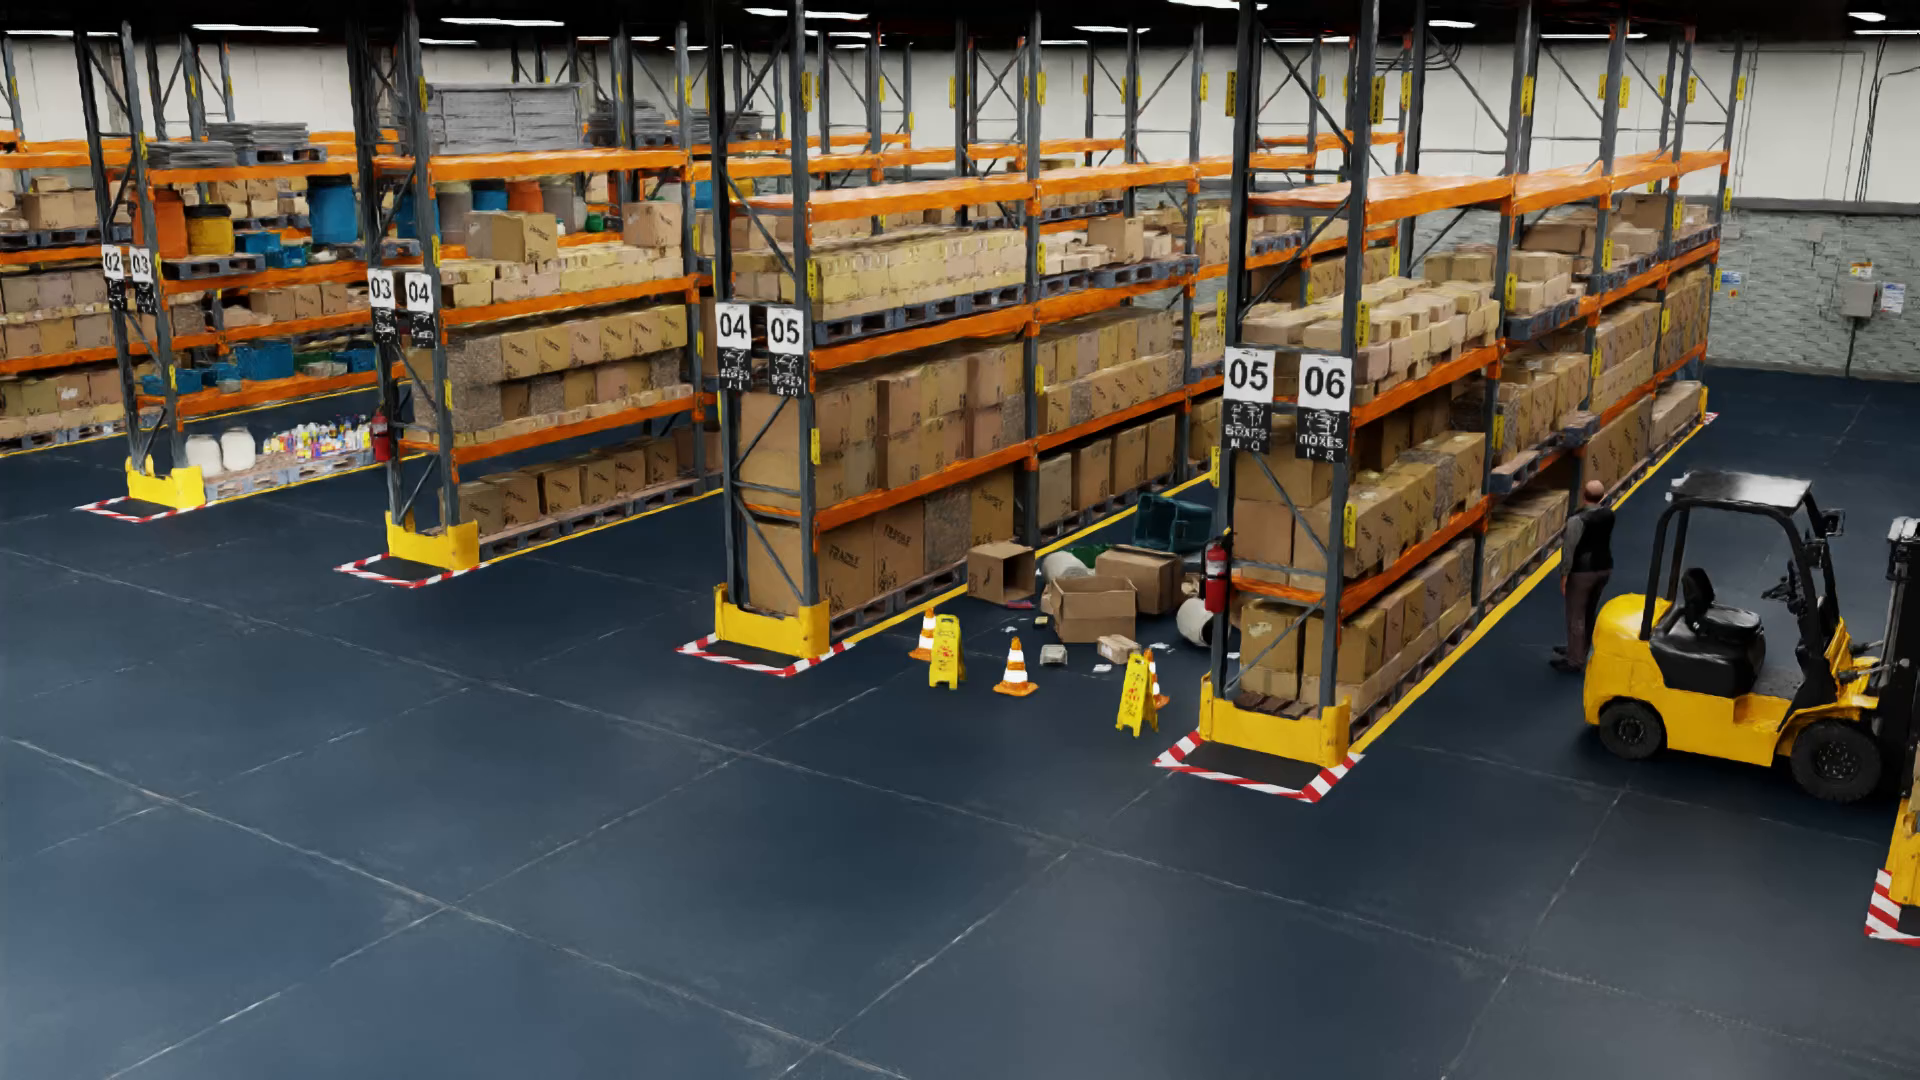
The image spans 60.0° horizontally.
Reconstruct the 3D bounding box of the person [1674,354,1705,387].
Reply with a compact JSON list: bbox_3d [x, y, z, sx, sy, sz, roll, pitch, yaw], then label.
[{"bbox_3d":[12.094,-3.213,27.532,0.619,1.762,0.592,0,16,-2],"label":"person"}]

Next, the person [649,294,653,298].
[{"bbox_3d":[-7.528,-6.420,39.281,0.639,1.632,0.498,9,18,30],"label":"person"}]

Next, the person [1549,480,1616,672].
[{"bbox_3d":[5.558,0.297,14.917,0.578,1.712,0.499,-8,17,-25],"label":"person"}]
